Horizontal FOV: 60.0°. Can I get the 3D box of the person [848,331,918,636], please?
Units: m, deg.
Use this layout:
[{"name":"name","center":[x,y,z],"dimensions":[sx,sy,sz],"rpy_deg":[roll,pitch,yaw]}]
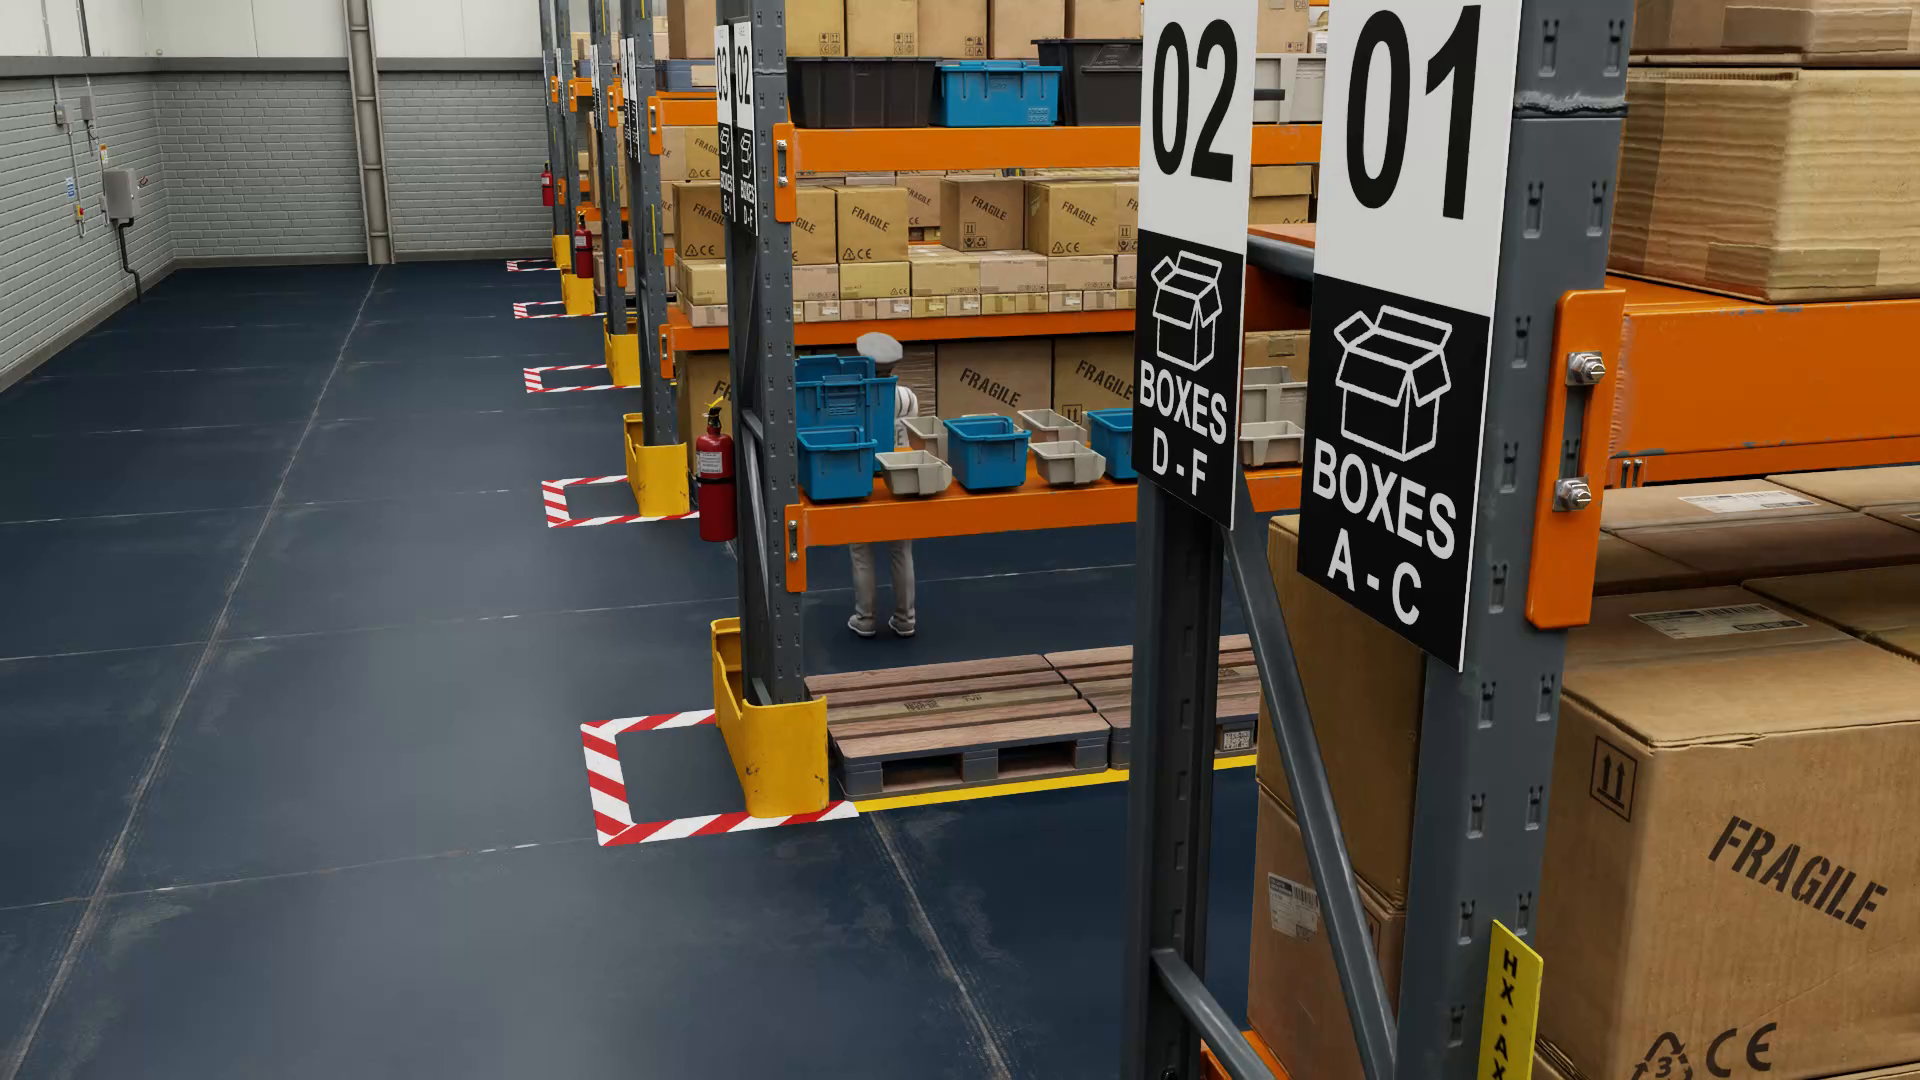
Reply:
[{"name":"person","center":[-0.454,-0.306,9.039],"dimensions":[0.463,1.688,0.554],"rpy_deg":[-5,17,-15]}]
